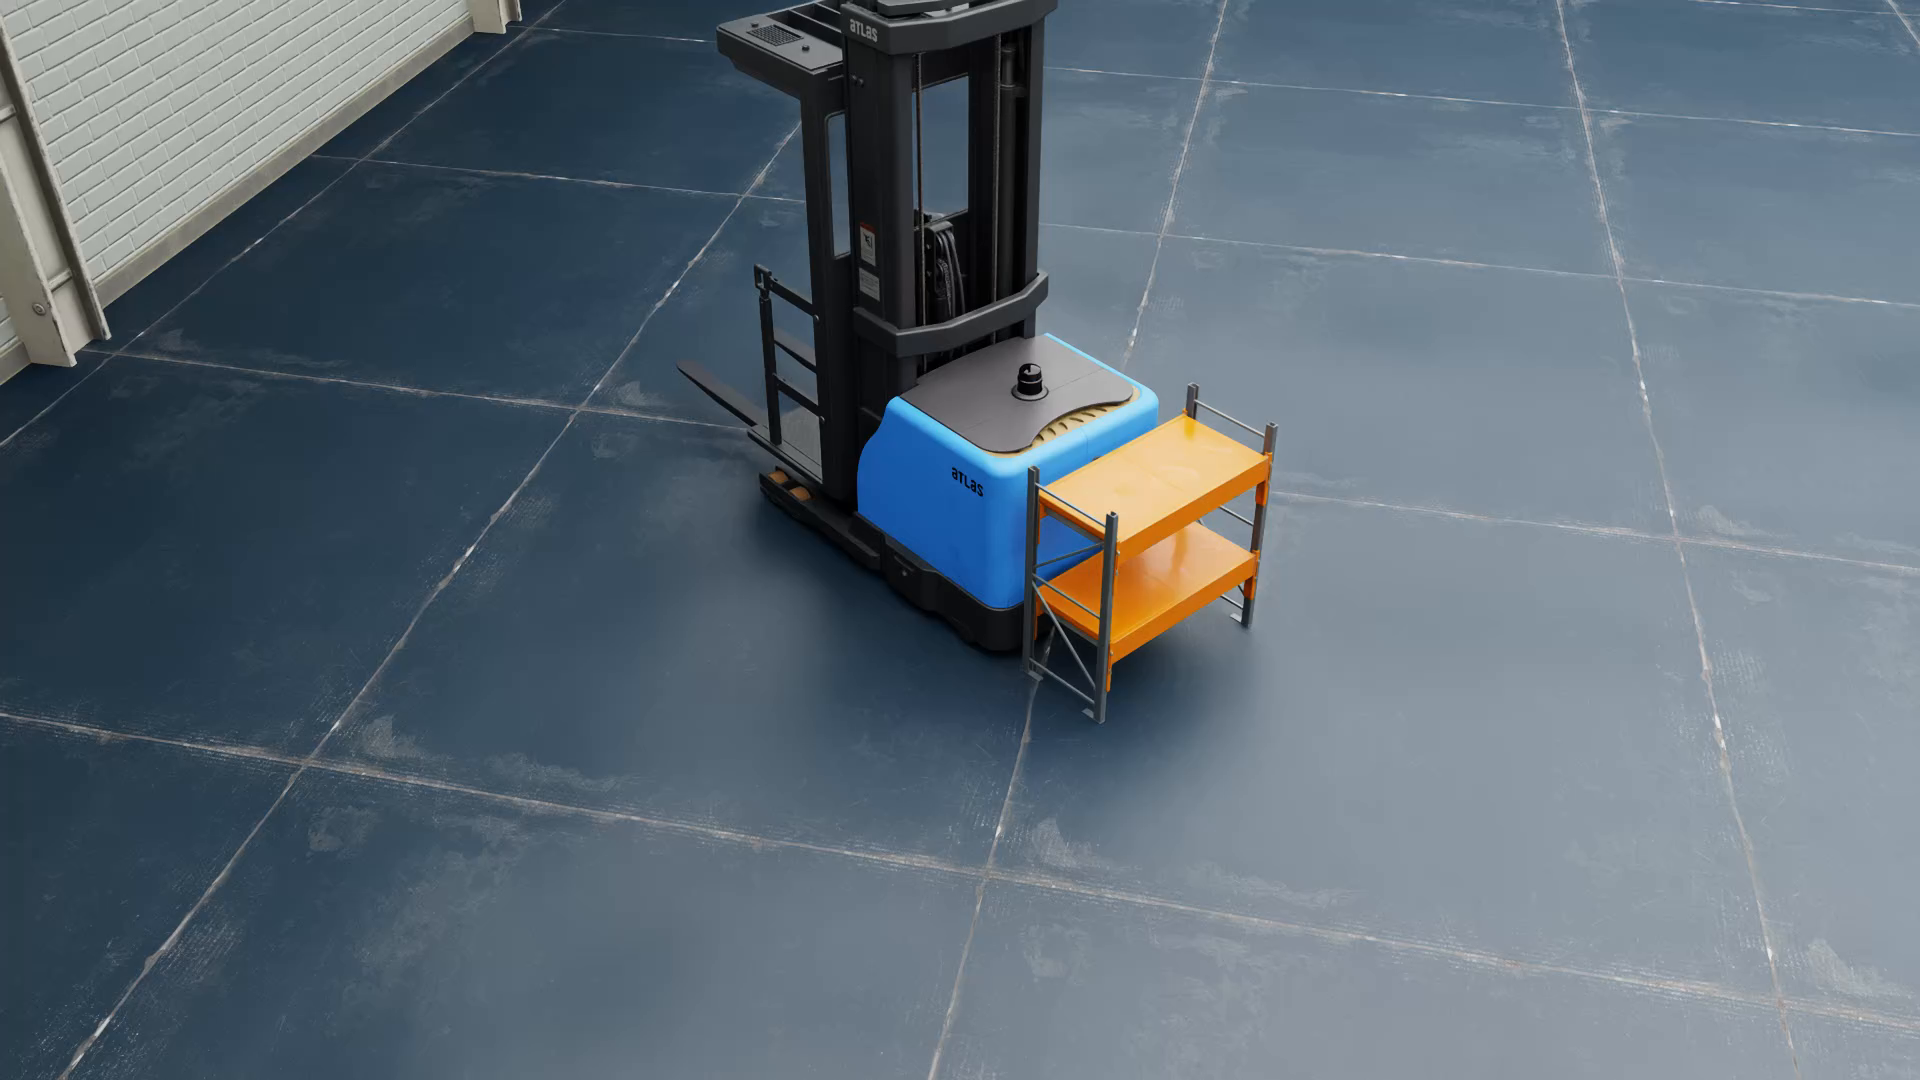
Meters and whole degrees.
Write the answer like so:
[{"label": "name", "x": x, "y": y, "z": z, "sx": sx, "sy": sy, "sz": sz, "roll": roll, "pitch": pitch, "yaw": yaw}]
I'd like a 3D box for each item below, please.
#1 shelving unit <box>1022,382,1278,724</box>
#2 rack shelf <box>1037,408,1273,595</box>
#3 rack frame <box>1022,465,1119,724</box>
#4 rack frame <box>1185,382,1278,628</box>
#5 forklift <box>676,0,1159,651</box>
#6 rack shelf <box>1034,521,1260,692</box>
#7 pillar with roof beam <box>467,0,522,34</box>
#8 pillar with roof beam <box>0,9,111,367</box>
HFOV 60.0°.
[{"label": "shelving unit", "x": 0.842, "y": 0.049, "z": 7.494, "sx": 1.048, "sy": 1.125, "sz": 0.538, "roll": -28, "pitch": 44, "yaw": -33}, {"label": "rack shelf", "x": 0.842, "y": -0.188, "z": 7.322, "sx": 1.000, "sy": 0.278, "sz": 0.538, "roll": -28, "pitch": 44, "yaw": -33}, {"label": "rack frame", "x": 0.466, "y": 0.250, "z": 7.217, "sx": 0.032, "sy": 1.125, "sz": 0.500, "roll": -28, "pitch": 44, "yaw": -33}, {"label": "rack frame", "x": 1.218, "y": -0.152, "z": 7.771, "sx": 0.032, "sy": 1.125, "sz": 0.500, "roll": -28, "pitch": 44, "yaw": -33}, {"label": "forklift", "x": -0.402, "y": -1.467, "z": 8.047, "sx": 1.130, "sy": 2.935, "sz": 3.031, "roll": -26, "pitch": 43, "yaw": -31}, {"label": "rack shelf", "x": 0.842, "y": 0.247, "z": 7.637, "sx": 1.000, "sy": 0.278, "sz": 0.538, "roll": -28, "pitch": 44, "yaw": -33}, {"label": "pillar with roof beam", "x": 0.064, "y": -7.710, "z": 11.490, "sx": 9.100, "sy": 9.000, "sz": 0.400, "roll": 7, "pitch": 37, "yaw": 10}, {"label": "pillar with roof beam", "x": -1.218, "y": -4.270, "z": 6.744, "sx": 9.100, "sy": 9.000, "sz": 0.400, "roll": 7, "pitch": 37, "yaw": 10}]
